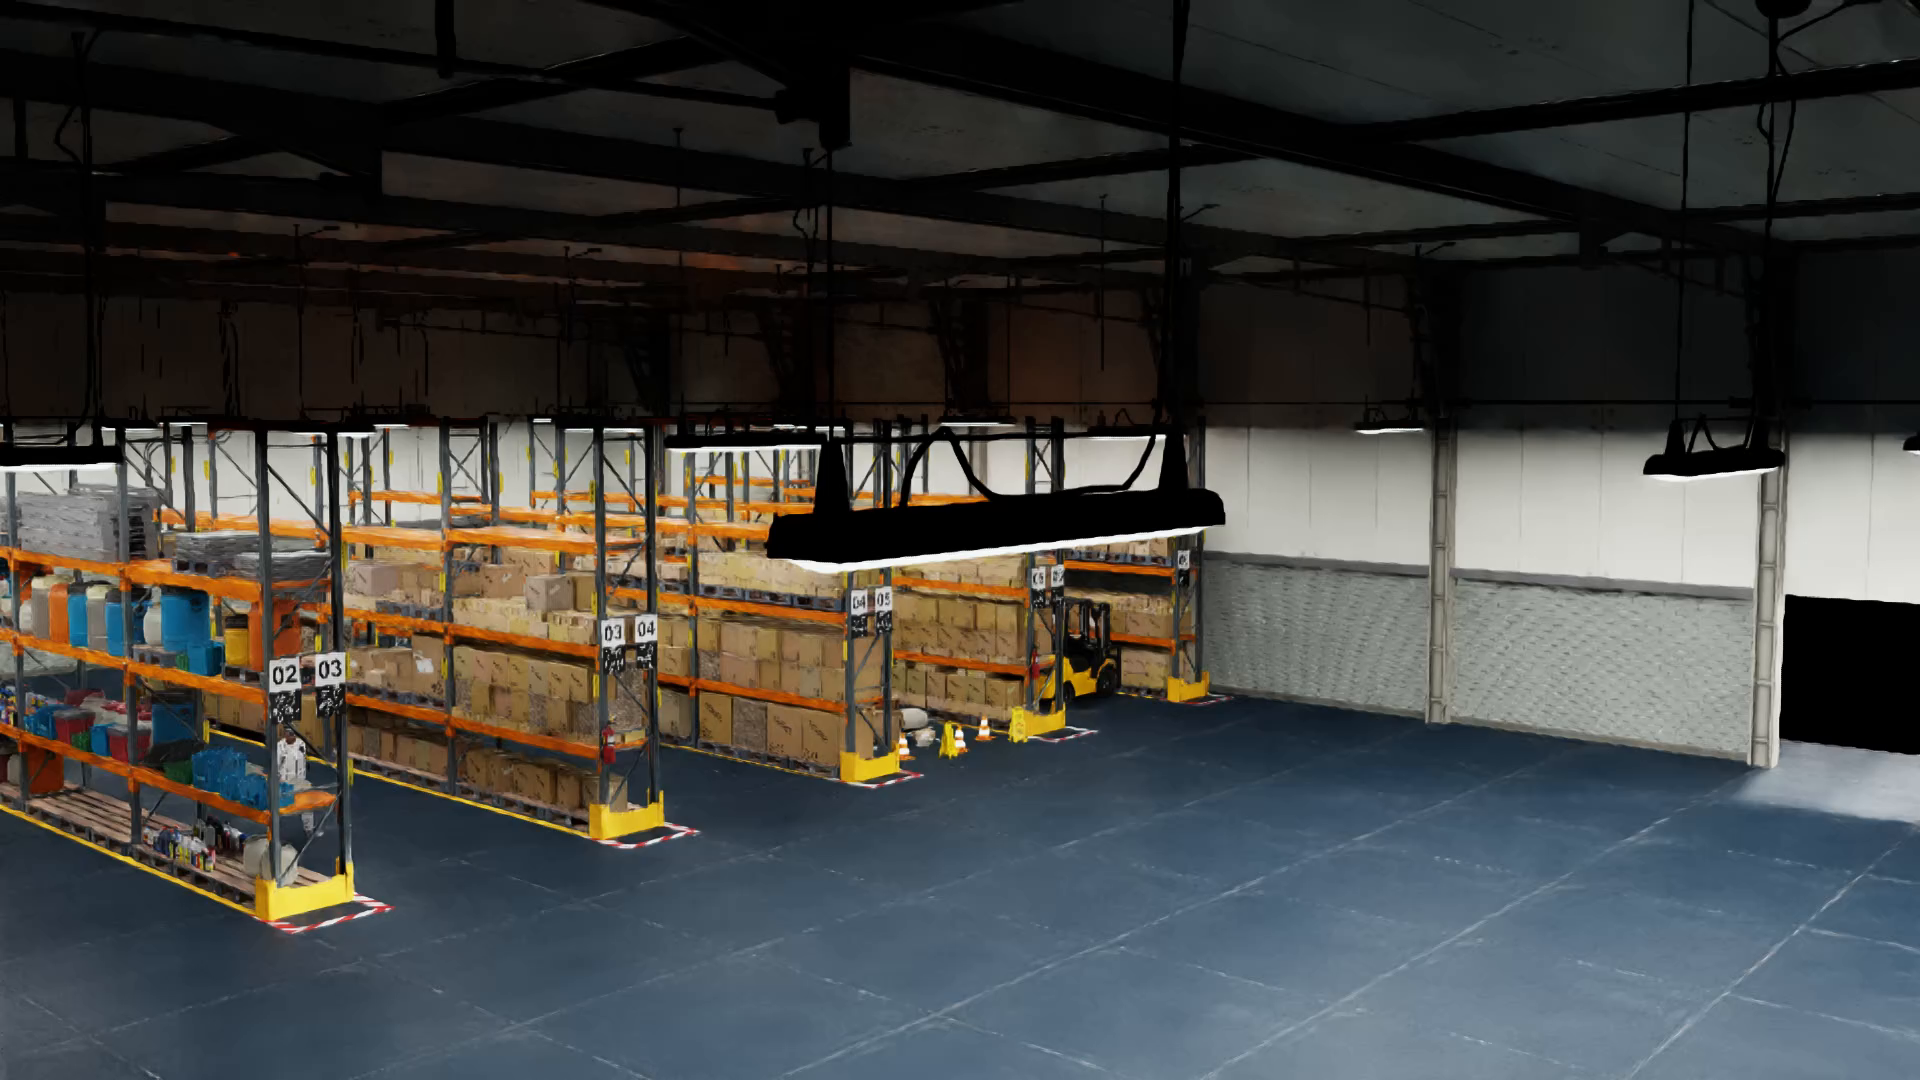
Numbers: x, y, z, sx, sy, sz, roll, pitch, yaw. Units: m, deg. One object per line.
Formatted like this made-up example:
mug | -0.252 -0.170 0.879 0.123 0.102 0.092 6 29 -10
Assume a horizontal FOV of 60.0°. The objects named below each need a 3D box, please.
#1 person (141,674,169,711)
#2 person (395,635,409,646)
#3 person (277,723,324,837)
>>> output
person | -15.272 2.905 31.586 0.603 1.601 0.799 -4 7 -43
person | -14.668 1.909 43.333 0.515 1.658 0.534 -1 5 -13
person | -9.727 3.470 24.150 1.126 1.675 0.542 4 6 43
